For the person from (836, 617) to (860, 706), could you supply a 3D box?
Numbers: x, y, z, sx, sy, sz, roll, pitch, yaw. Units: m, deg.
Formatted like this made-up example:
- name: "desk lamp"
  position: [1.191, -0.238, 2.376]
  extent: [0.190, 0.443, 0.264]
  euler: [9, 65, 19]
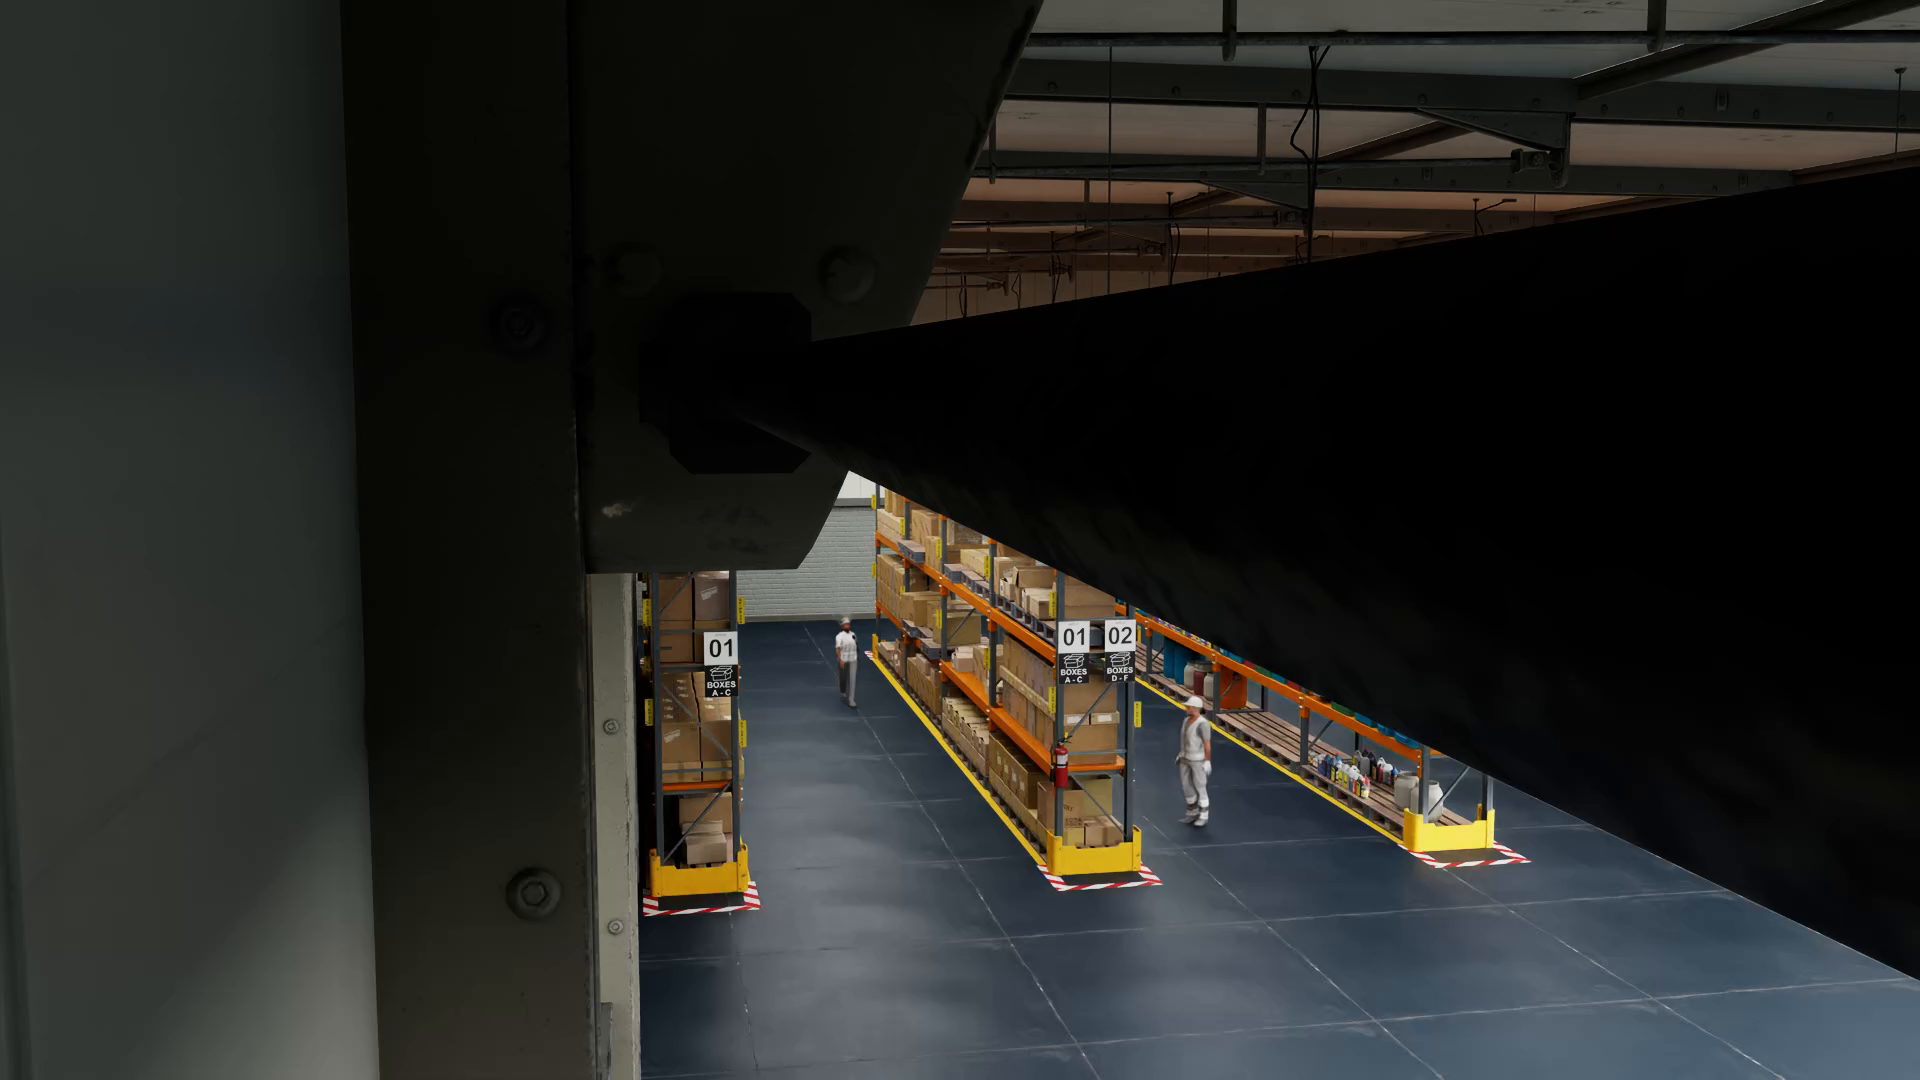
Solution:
- name: "person"
  position: [-2.125, 2.283, 31.465]
  extent: [0.455, 1.647, 0.928]
  euler: [-1, 6, -5]

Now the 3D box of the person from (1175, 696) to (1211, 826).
- name: "person"
  position: [3.257, 3.075, 23.093]
  extent: [0.354, 1.824, 0.658]
  euler: [-4, 7, -34]
